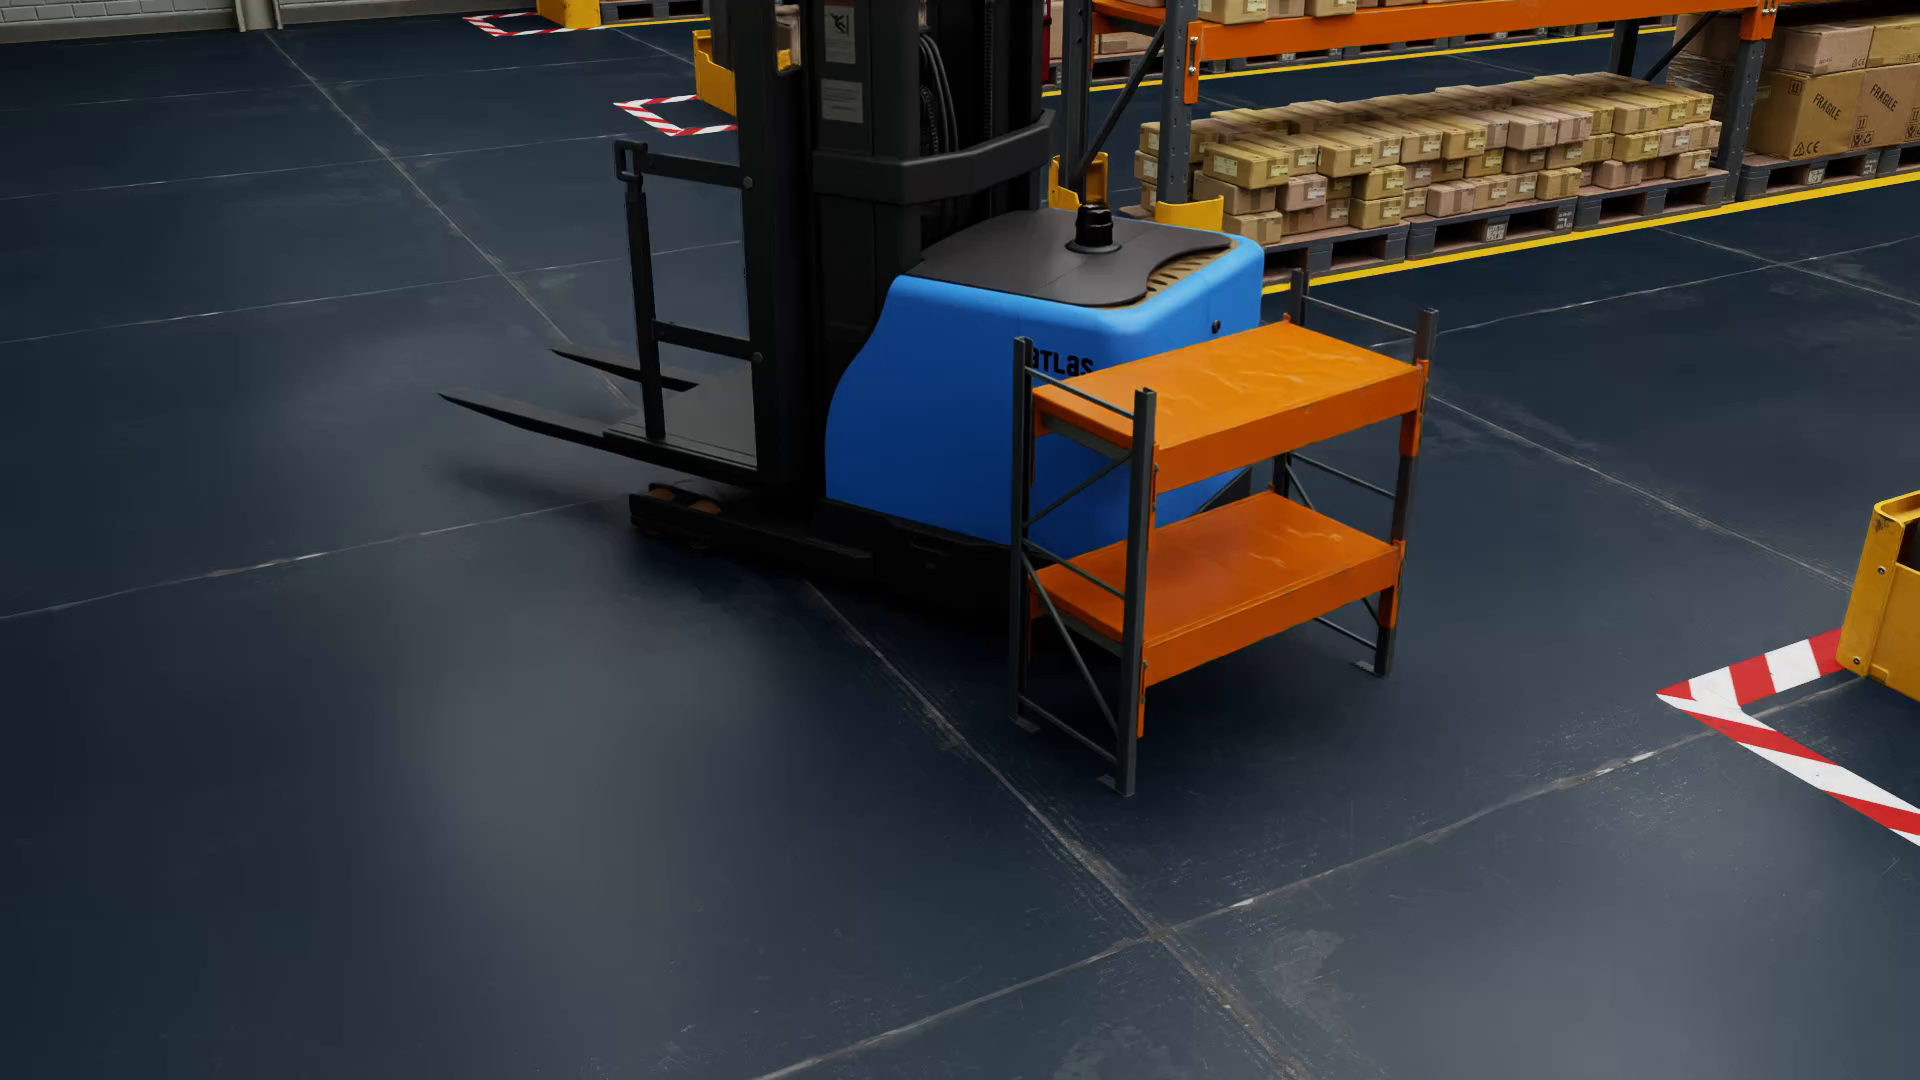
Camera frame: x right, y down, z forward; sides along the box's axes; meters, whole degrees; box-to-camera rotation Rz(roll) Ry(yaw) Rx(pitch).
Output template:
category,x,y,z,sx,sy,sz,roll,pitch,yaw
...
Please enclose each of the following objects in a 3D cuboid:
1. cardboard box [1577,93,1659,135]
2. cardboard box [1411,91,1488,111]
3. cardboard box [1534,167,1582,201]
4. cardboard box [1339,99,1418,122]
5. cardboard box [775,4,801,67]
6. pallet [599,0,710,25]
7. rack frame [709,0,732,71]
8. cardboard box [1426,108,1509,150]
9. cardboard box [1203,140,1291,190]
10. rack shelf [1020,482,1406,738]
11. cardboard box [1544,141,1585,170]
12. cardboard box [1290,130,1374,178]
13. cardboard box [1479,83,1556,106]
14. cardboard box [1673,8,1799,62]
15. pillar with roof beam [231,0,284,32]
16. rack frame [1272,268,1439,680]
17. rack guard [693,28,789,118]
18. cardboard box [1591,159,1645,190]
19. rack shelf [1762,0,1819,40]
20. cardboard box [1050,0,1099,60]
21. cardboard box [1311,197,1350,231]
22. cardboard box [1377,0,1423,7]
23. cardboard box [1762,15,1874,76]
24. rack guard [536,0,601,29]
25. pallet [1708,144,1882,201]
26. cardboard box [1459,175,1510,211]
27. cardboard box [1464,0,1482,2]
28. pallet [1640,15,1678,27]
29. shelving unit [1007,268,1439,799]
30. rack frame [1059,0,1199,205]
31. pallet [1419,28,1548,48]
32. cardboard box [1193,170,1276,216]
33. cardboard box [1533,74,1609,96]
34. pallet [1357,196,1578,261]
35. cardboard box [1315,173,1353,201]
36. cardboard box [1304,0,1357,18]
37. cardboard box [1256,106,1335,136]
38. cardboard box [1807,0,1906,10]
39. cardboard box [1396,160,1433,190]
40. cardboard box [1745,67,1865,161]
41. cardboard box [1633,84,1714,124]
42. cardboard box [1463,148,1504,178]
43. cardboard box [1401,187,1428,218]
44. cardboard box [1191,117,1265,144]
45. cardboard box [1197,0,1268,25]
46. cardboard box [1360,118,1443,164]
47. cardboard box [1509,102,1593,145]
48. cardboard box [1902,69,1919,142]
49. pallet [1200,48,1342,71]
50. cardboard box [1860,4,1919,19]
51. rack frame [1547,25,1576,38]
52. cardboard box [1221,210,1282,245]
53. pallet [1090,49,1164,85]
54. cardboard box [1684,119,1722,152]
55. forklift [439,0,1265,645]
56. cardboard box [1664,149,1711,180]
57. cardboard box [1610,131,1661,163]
category,x,y,z,sx,sy,sz,roll,pitch,yaw
cardboard box,3.724,-2.422,9.450,0.250,0.149,0.380,-13,29,-26
cardboard box,2.782,-2.450,9.508,0.250,0.149,0.380,-14,29,-27
cardboard box,3.239,-2.025,9.311,0.250,0.149,0.380,-13,29,-25
cardboard box,2.328,-2.350,9.301,0.250,0.149,0.380,-14,29,-27
cardboard box,-1.075,-3.804,12.682,0.875,0.438,0.875,-14,29,-27
pallet,-3.179,-5.413,16.781,1.213,0.211,1.003,-13,29,-25
rack frame,-1.610,-4.597,11.859,0.127,3.000,1.000,-13,29,-25
cardboard box,2.760,-2.240,9.071,0.250,0.149,0.380,-13,29,-25
cardboard box,1.431,-1.876,8.314,0.250,0.149,0.380,-14,29,-27
rack shelf,0.703,0.167,4.667,1.000,0.278,0.538,-18,31,-33
cardboard box,3.266,-2.200,9.332,0.250,0.149,0.380,-12,28,-24
cardboard box,1.900,-1.981,8.532,0.250,0.149,0.380,-13,29,-25
cardboard box,3.246,-2.558,9.732,0.250,0.149,0.380,-14,29,-26
cardboard box,4.876,-3.191,10.466,0.500,0.250,0.500,-14,29,-26
pillar with roof beam,-4.726,-7.347,10.656,0.400,9.000,9.100,-13,29,-25
rack frame,1.111,-0.185,4.834,0.032,1.125,0.500,-18,31,-33
rack guard,-1.631,-3.465,12.390,0.348,0.500,1.175,-13,29,-25
cardboard box,3.681,-2.137,9.543,0.250,0.149,0.380,-14,29,-27
rack shelf,6.103,-3.625,10.665,4.000,0.370,1.077,-13,29,-25
cardboard box,0.525,-4.177,13.458,0.875,0.438,0.875,-14,29,-27
cardboard box,1.830,-1.754,8.745,0.250,0.149,0.380,-13,28,-25
cardboard box,2.131,-2.808,8.423,0.250,0.149,0.380,-13,29,-26
cardboard box,5.114,-2.992,10.052,0.500,0.250,0.500,-14,29,-27
rack guard,-3.882,-5.381,16.379,0.348,0.500,1.175,-13,29,-25
pallet,5.024,-2.444,10.596,1.213,0.211,1.003,-13,29,-25
cardboard box,2.780,-1.936,9.125,0.250,0.149,0.380,-13,29,-25
cardboard box,2.601,-2.892,8.598,0.250,0.149,0.380,-12,28,-23
pallet,7.214,-5.375,16.701,1.213,0.211,1.003,-13,29,-25
shelving unit,0.704,-0.054,4.560,1.048,1.125,0.538,-18,31,-33
rack frame,0.809,-2.727,7.965,0.127,3.000,1.000,-13,29,-25
pallet,4.718,-4.838,15.582,1.213,0.211,1.003,-13,29,-25
cardboard box,1.392,-1.774,8.444,0.250,0.149,0.380,-12,28,-23
cardboard box,3.666,-2.690,10.008,0.250,0.149,0.380,-12,28,-23
pallet,2.684,-1.884,9.431,1.213,0.211,1.003,-13,29,-25
cardboard box,1.834,-1.892,8.690,0.250,0.149,0.380,-13,28,-24
cardboard box,1.716,-2.657,8.108,0.250,0.149,0.380,-14,29,-27
cardboard box,1.832,-2.263,9.119,0.250,0.149,0.380,-14,29,-27
cardboard box,5.796,-3.403,10.909,0.500,0.250,0.500,-14,29,-27
cardboard box,2.301,-1.993,8.900,0.250,0.149,0.380,-14,29,-28
cardboard box,5.115,-2.654,10.214,0.500,0.500,0.500,-12,28,-23
cardboard box,4.147,-2.542,9.701,0.250,0.149,0.380,-12,28,-24
cardboard box,2.764,-2.115,9.155,0.250,0.149,0.380,-12,28,-23
cardboard box,2.287,-1.852,8.951,0.250,0.149,0.380,-13,29,-25
cardboard box,1.405,-2.133,8.849,0.250,0.149,0.380,-12,28,-24
cardboard box,1.249,-2.555,7.896,0.250,0.149,0.380,-13,29,-26
cardboard box,2.329,-2.116,8.813,0.250,0.149,0.380,-12,28,-23
cardboard box,3.262,-2.308,9.213,0.250,0.149,0.380,-15,29,-28
cardboard box,6.037,-2.874,10.673,0.500,0.500,0.500,-12,28,-24
pallet,2.565,-4.341,14.547,1.213,0.211,1.003,-13,29,-25
cardboard box,6.035,-3.204,10.493,0.500,0.250,0.500,-12,28,-23
rack frame,5.449,-6.226,15.253,0.127,3.000,1.000,-13,29,-25
cardboard box,1.422,-1.616,8.458,0.250,0.149,0.380,-12,28,-24
pallet,1.212,-4.030,13.899,1.213,0.211,1.003,-13,29,-25
cardboard box,4.210,-2.395,9.737,0.250,0.149,0.380,-12,28,-24
forklift,-0.547,-1.466,5.418,3.031,2.935,1.130,15,29,28
cardboard box,4.152,-2.236,9.750,0.250,0.149,0.380,-13,28,-24
cardboard box,3.749,-2.273,9.484,0.250,0.149,0.380,-14,29,-27
